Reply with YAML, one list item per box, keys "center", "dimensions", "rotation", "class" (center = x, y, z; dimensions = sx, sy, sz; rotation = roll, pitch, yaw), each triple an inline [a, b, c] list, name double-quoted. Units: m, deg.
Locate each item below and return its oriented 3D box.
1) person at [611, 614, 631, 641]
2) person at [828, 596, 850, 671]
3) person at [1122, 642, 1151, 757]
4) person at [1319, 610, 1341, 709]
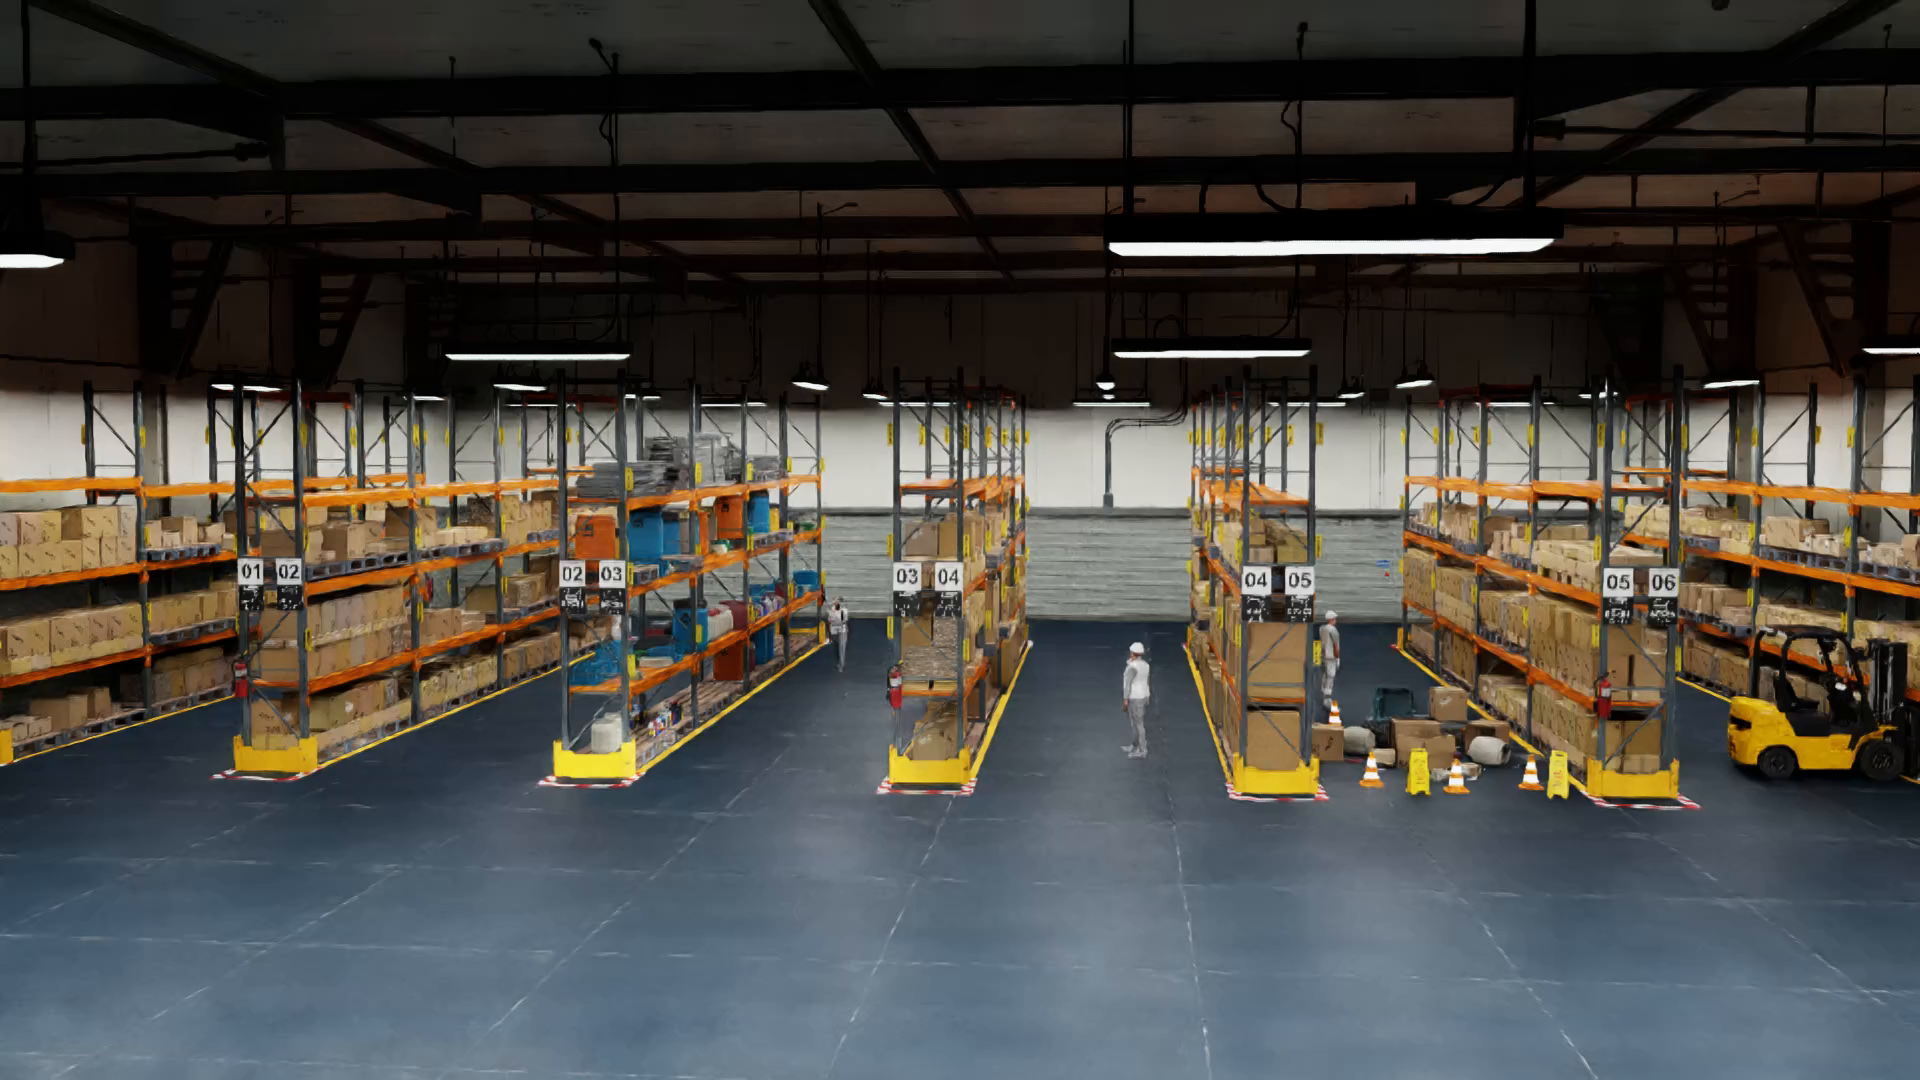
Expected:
- center: [-6.921, 1.984, 34.209]
  dimensions: [0.492, 1.767, 0.626]
  rotation: [-1, 4, -21]
  class: "person"
- center: [-2.610, 1.977, 35.634]
  dimensions: [0.456, 1.589, 1.088]
  rotation: [0, 4, 8]
  class: "person"
- center: [2.748, 2.481, 26.111]
  dimensions: [0.570, 1.768, 0.627]
  rotation: [2, 4, 34]
  class: "person"
- center: [6.847, 2.184, 30.647]
  dimensions: [0.468, 1.794, 0.625]
  rotation: [-1, 4, -18]
  class: "person"
